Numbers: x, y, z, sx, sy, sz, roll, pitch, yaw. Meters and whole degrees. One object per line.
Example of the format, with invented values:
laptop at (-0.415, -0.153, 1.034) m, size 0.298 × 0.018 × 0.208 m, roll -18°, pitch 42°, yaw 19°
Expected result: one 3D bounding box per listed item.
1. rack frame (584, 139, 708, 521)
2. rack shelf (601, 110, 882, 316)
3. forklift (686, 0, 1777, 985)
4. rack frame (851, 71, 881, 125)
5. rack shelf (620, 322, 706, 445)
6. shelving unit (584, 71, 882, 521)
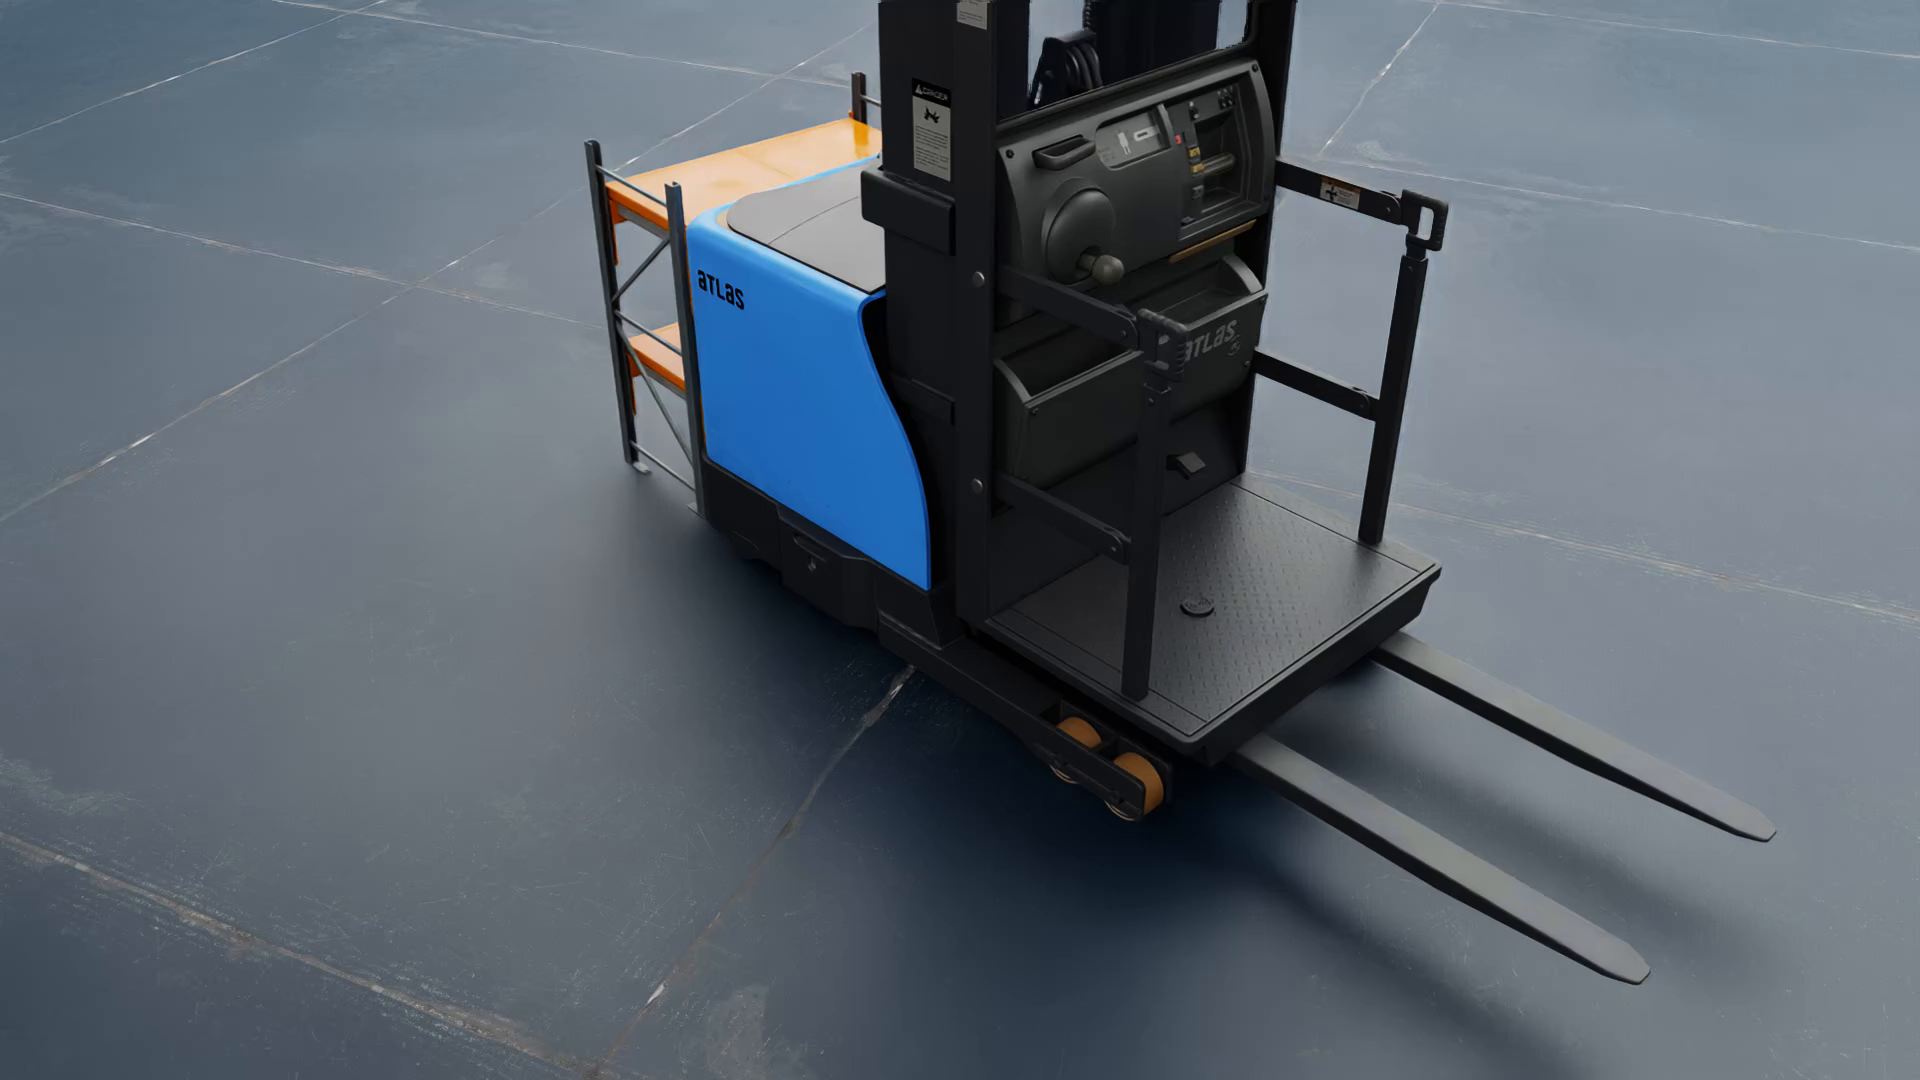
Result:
rack frame at (-0.968, -0.642, 5.204) m, size 0.032 × 1.125 × 0.500 m, roll -25°, pitch 41°, yaw -33°
rack shelf at (-0.581, -1.068, 5.318) m, size 1.000 × 0.278 × 0.538 m, roll -25°, pitch 41°, yaw -33°
forklift at (0.593, -0.843, 3.863) m, size 1.130 × 2.935 × 3.031 m, roll -28°, pitch 42°, yaw -36°
rack frame at (-0.194, -1.003, 5.754) m, size 0.032 × 1.125 × 0.500 m, roll -25°, pitch 41°, yaw -33°
rack shelf at (-0.581, -0.618, 5.613) m, size 1.000 × 0.278 × 0.538 m, roll -25°, pitch 41°, yaw -33°
shelving unit at (-0.581, -0.823, 5.479) m, size 1.048 × 1.125 × 0.538 m, roll -25°, pitch 41°, yaw -33°
